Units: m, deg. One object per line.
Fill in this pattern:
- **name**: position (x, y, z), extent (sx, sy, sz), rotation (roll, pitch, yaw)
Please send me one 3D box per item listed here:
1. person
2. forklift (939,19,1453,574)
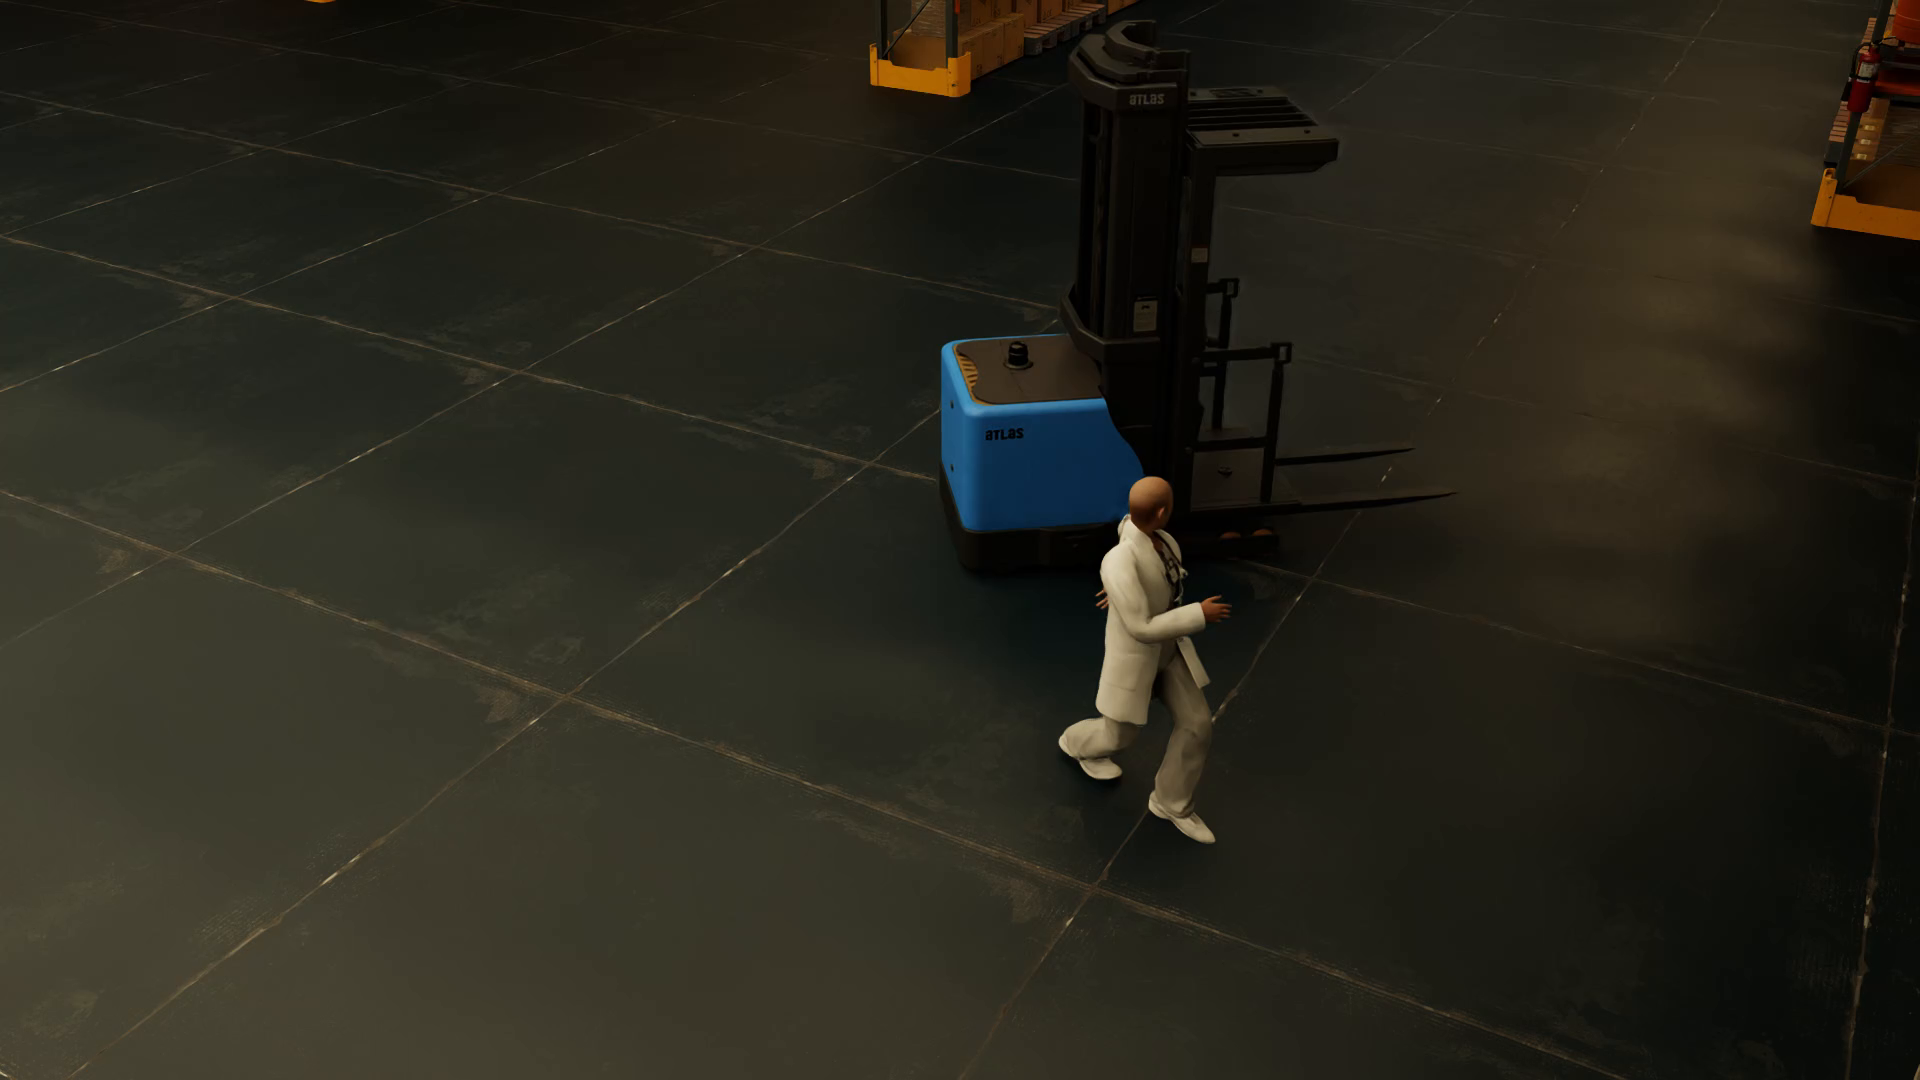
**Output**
- **person**: position (0.846, 0.487, 7.511), extent (0.619, 1.696, 0.975), rotation (-25, 38, -36)
- **forklift**: position (1.436, -1.408, 9.510), extent (3.031, 2.935, 1.130), rotation (-4, 30, -8)
